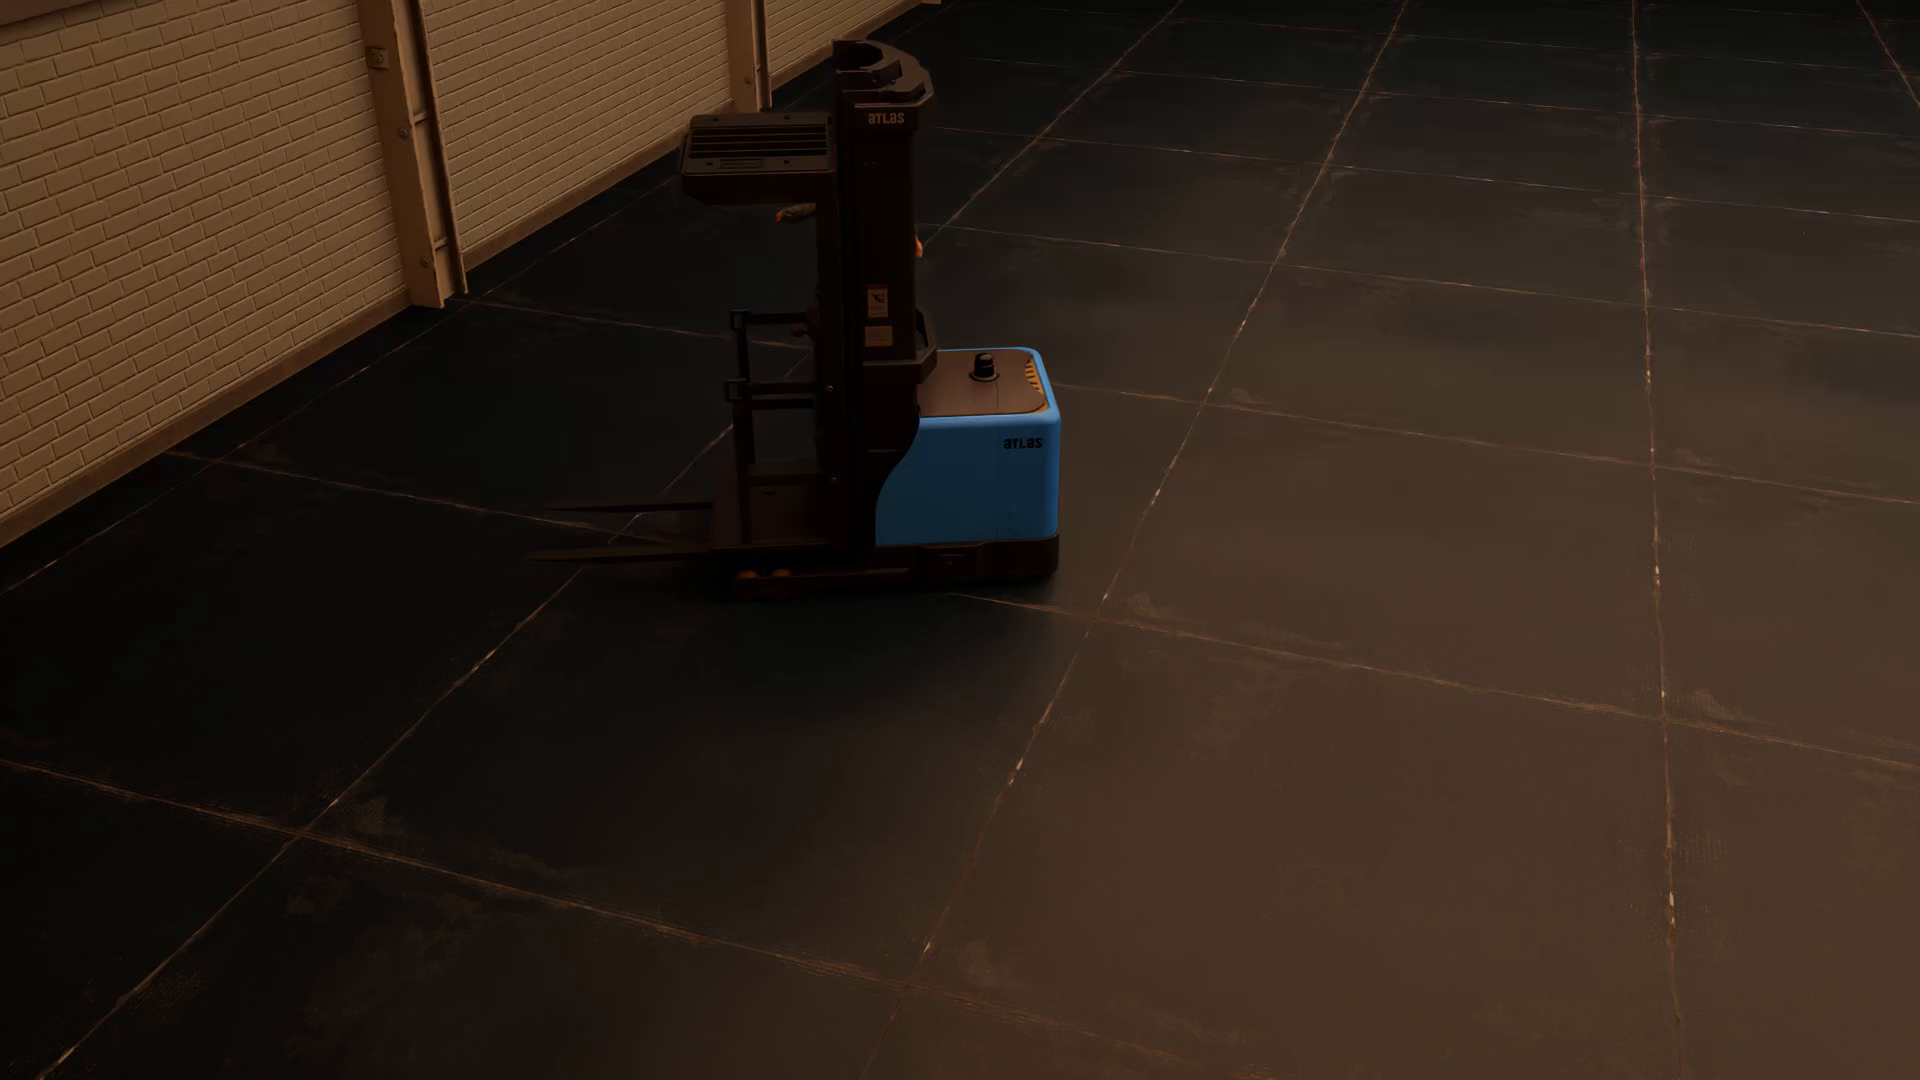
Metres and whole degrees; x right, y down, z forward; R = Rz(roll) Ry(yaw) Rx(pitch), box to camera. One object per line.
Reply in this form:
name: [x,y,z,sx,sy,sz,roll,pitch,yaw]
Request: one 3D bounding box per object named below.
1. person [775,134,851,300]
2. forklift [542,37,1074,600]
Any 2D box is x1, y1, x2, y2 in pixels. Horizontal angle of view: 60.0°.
person: [-0.797,-2.137,12.151,0.943,1.701,0.756,-12,32,-20]
forklift: [-0.900,-1.207,9.254,3.031,2.935,1.130,-3,30,-4]
